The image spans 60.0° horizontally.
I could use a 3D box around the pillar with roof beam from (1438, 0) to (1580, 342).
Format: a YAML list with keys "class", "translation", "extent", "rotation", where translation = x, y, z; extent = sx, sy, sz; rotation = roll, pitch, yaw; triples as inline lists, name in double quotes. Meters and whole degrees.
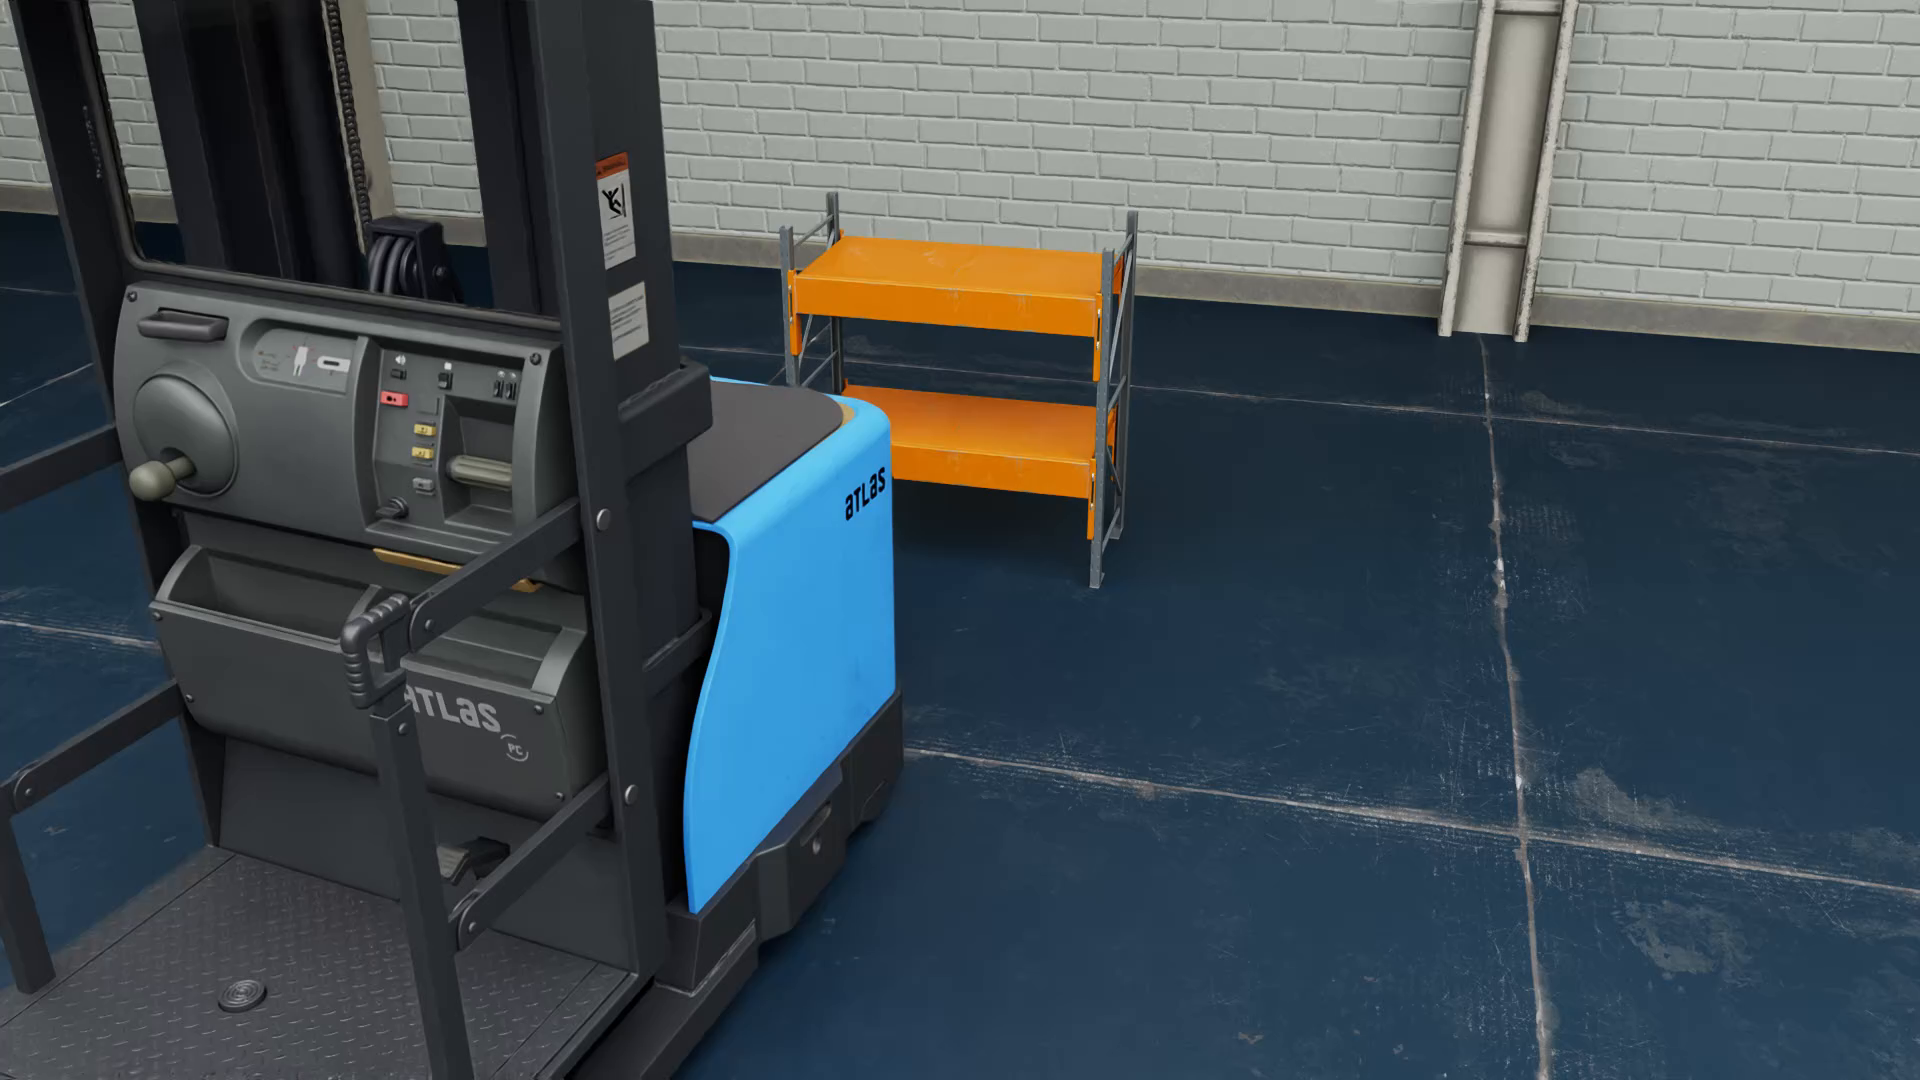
- class: "pillar with roof beam"
  translation: [1.388, -3.268, 2.145]
  extent: [0.400, 9.000, 9.100]
  rotation: [6, 26, 13]

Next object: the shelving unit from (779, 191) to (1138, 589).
- class: "shelving unit"
  translation: [0.007, -0.507, 5.507]
  extent: [1.048, 1.125, 0.538]
  rotation: [6, 26, 13]

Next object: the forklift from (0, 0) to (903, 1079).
- class: "forklift"
  translation: [-1.188, -0.180, 2.718]
  extent: [1.130, 2.935, 3.031]
  rotation: [10, 27, 21]

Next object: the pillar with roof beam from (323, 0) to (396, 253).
- class: "pillar with roof beam"
  translation: [-4.423, -3.910, 3.495]
  extent: [0.400, 9.000, 9.100]
  rotation: [6, 26, 13]

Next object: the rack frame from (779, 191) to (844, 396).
- class: "rack frame"
  translation: [-0.486, -0.562, 5.621]
  extent: [0.032, 1.125, 0.500]
  rotation: [6, 26, 13]

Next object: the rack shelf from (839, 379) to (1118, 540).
- class: "rack shelf"
  translation: [0.007, -0.286, 5.612]
  extent: [1.000, 0.278, 0.538]
  rotation: [6, 26, 13]

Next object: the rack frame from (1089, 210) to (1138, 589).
- class: "rack frame"
  translation: [0.499, -0.453, 5.392]
  extent: [0.032, 1.125, 0.500]
  rotation: [6, 26, 13]

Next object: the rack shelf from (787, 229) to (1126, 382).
- class: "rack shelf"
  translation: [0.007, -0.771, 5.381]
  extent: [1.000, 0.278, 0.538]
  rotation: [6, 26, 13]
